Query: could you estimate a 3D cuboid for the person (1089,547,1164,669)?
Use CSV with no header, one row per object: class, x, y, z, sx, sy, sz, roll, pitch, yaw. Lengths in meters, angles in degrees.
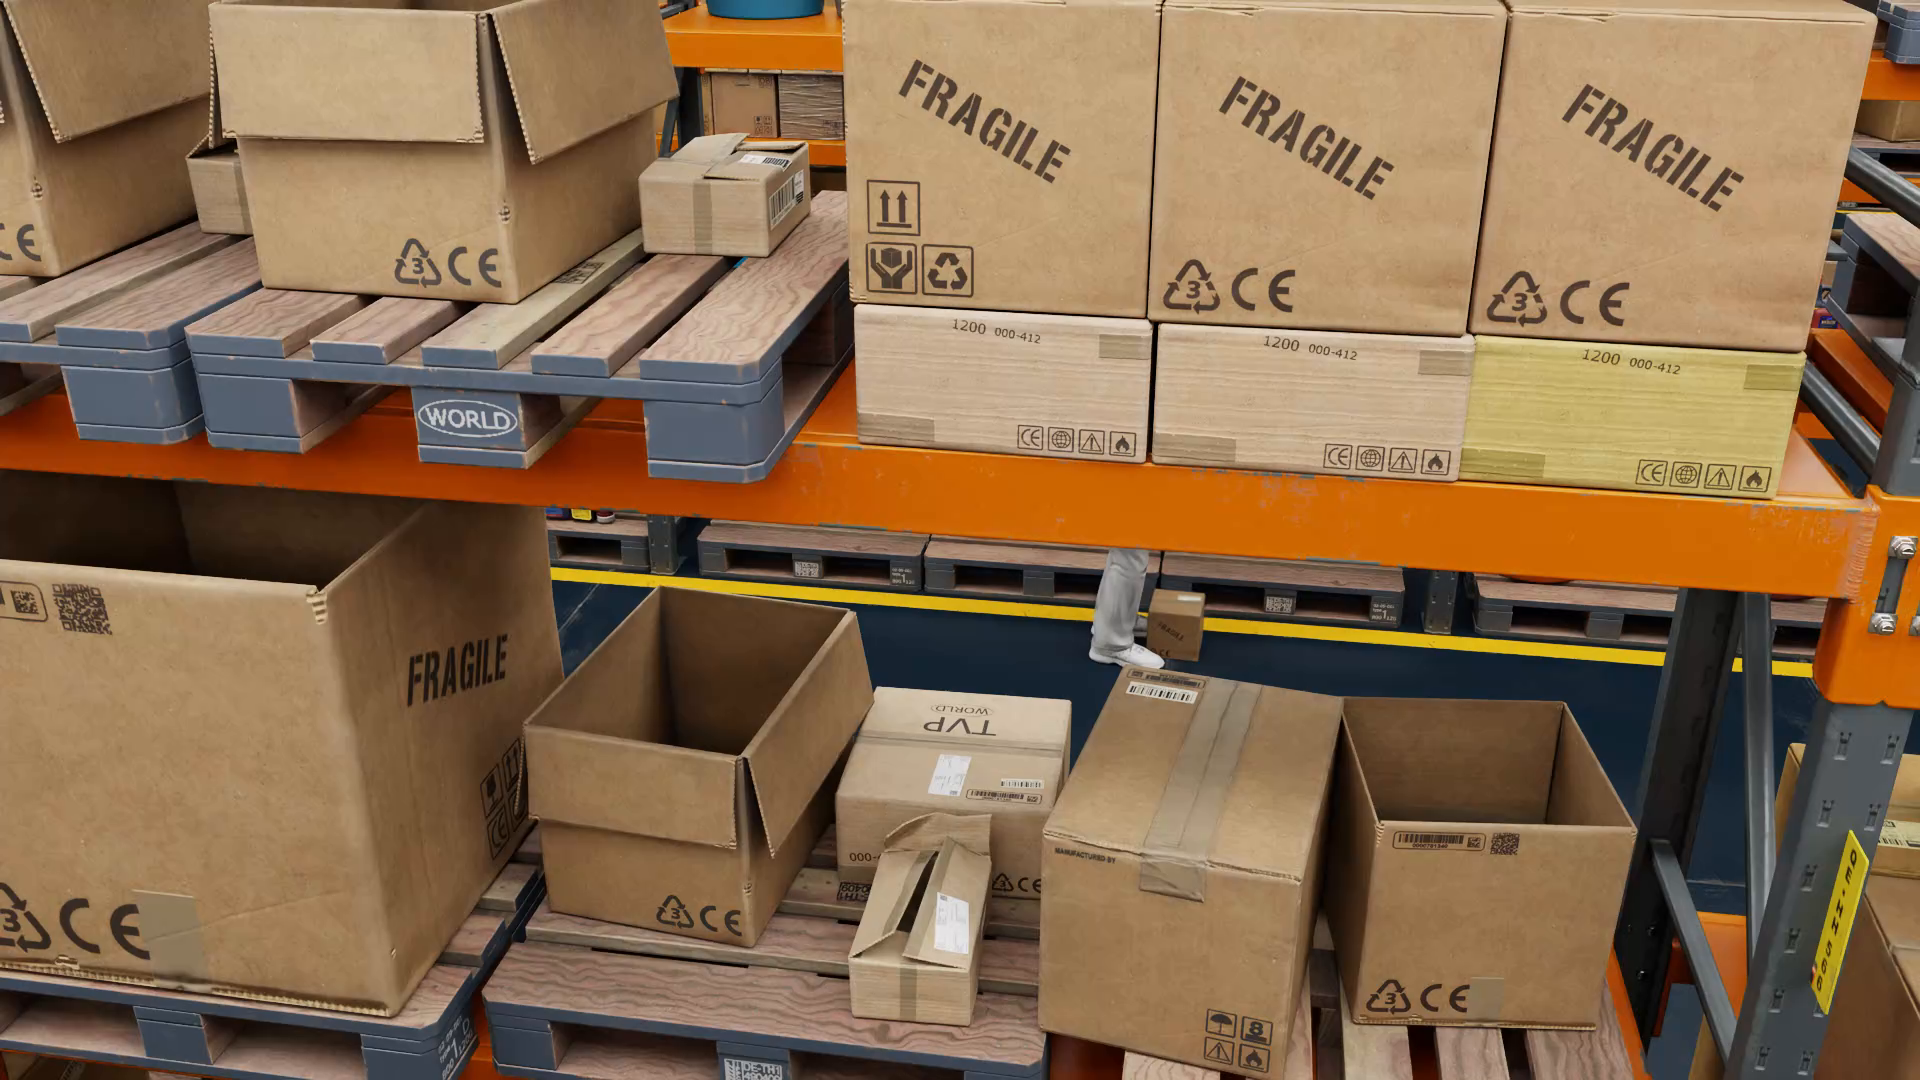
person,0.794,-0.297,7.774,0.428,1.773,0.637,3,25,6
